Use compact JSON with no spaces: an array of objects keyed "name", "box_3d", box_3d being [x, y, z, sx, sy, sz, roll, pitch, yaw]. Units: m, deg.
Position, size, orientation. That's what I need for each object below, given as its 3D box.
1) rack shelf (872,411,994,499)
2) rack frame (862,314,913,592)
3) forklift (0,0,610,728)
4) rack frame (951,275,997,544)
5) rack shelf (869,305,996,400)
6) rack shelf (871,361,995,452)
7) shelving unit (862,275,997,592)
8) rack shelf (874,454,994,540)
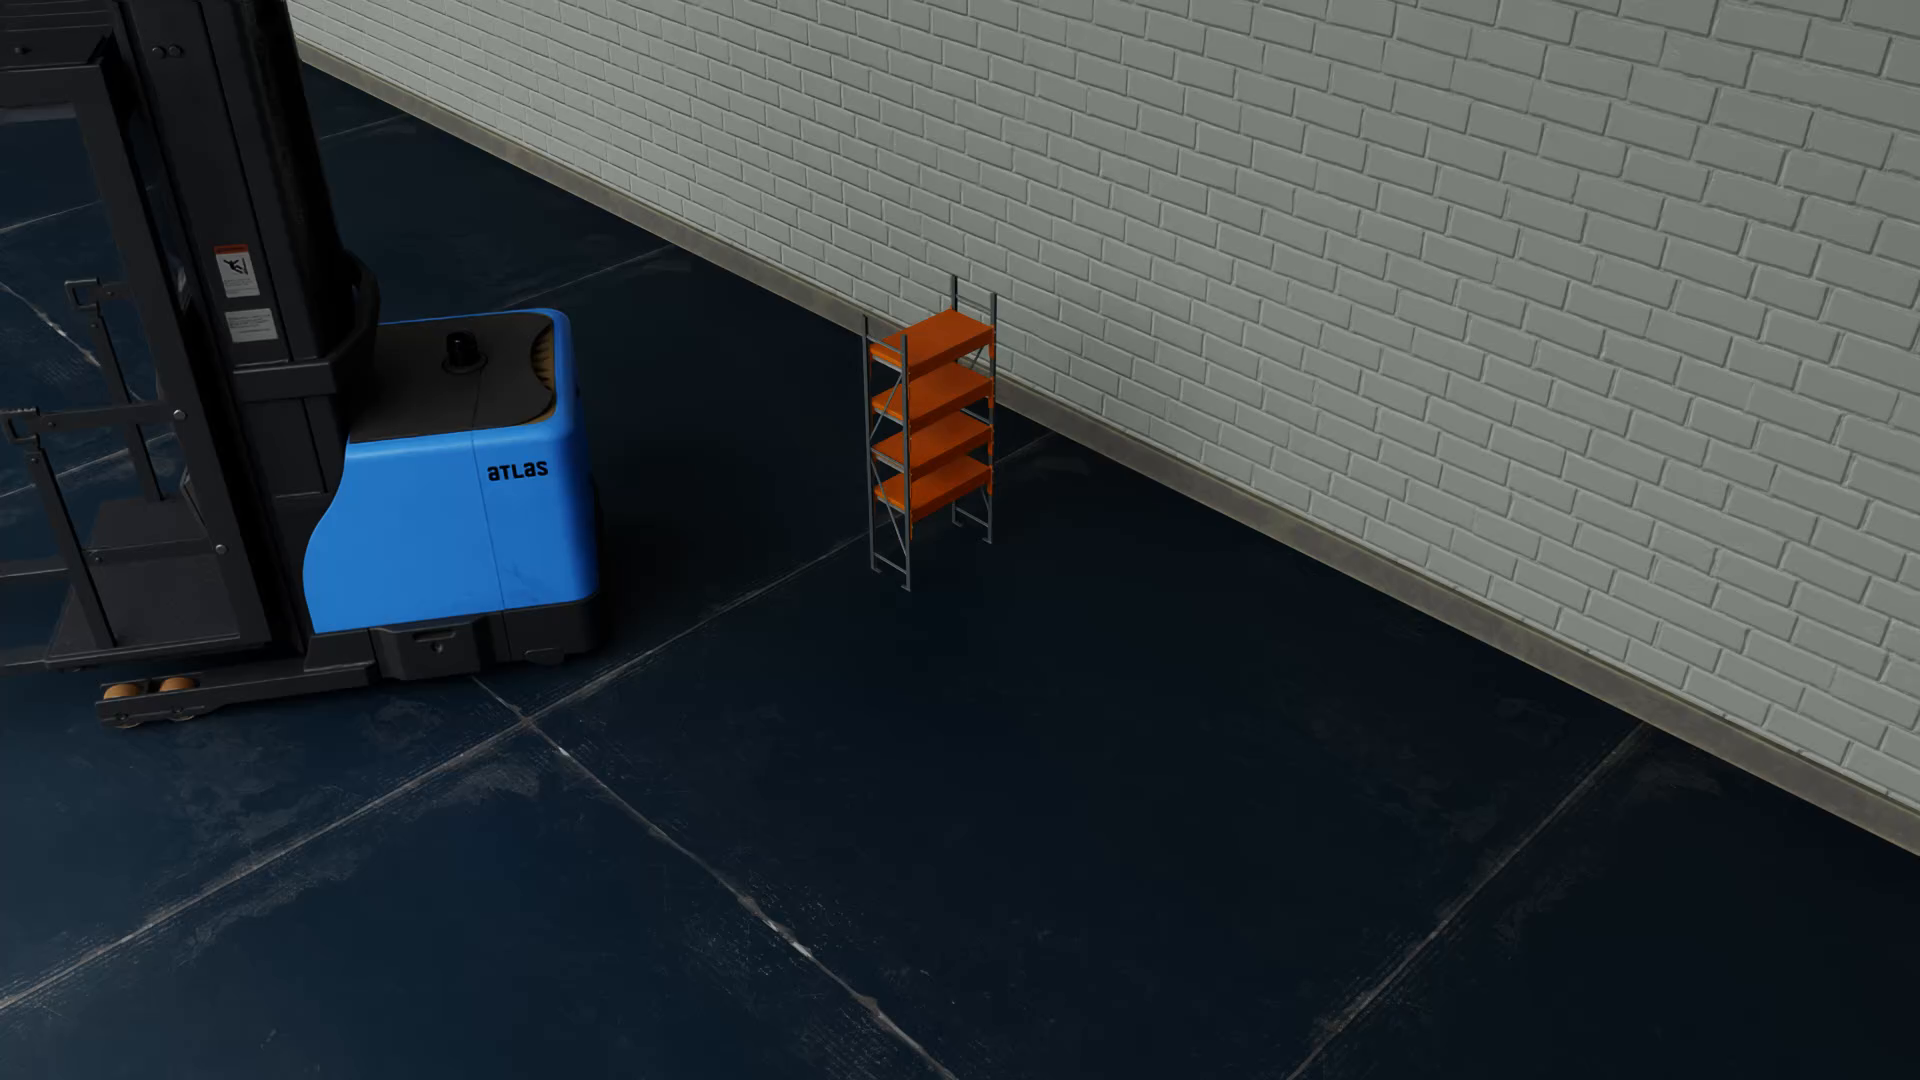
[{"name":"rack shelf","box_3d":[-0.117,-0.370,6.849,0.258,0.148,0.480,30,45,35]},{"name":"rack frame","box_3d":[-0.289,-0.326,6.668,0.240,1.200,0.015,30,45,35]},{"name":"forklift","box_3d":[-2.957,-0.828,5.875,3.031,2.935,1.130,-7,36,-10]},{"name":"rack frame","box_3d":[0.055,-0.524,6.952,0.240,1.200,0.015,30,45,35]},{"name":"rack shelf","box_3d":[-0.117,-0.747,6.586,0.258,0.148,0.480,30,45,35]},{"name":"rack shelf","box_3d":[-0.117,-0.553,6.721,0.258,0.148,0.480,30,45,35]},{"name":"shelving unit","box_3d":[-0.117,-0.425,6.810,0.258,1.200,0.503,30,45,35]},{"name":"rack shelf","box_3d":[-0.117,-0.207,6.963,0.258,0.148,0.480,30,45,35]}]
